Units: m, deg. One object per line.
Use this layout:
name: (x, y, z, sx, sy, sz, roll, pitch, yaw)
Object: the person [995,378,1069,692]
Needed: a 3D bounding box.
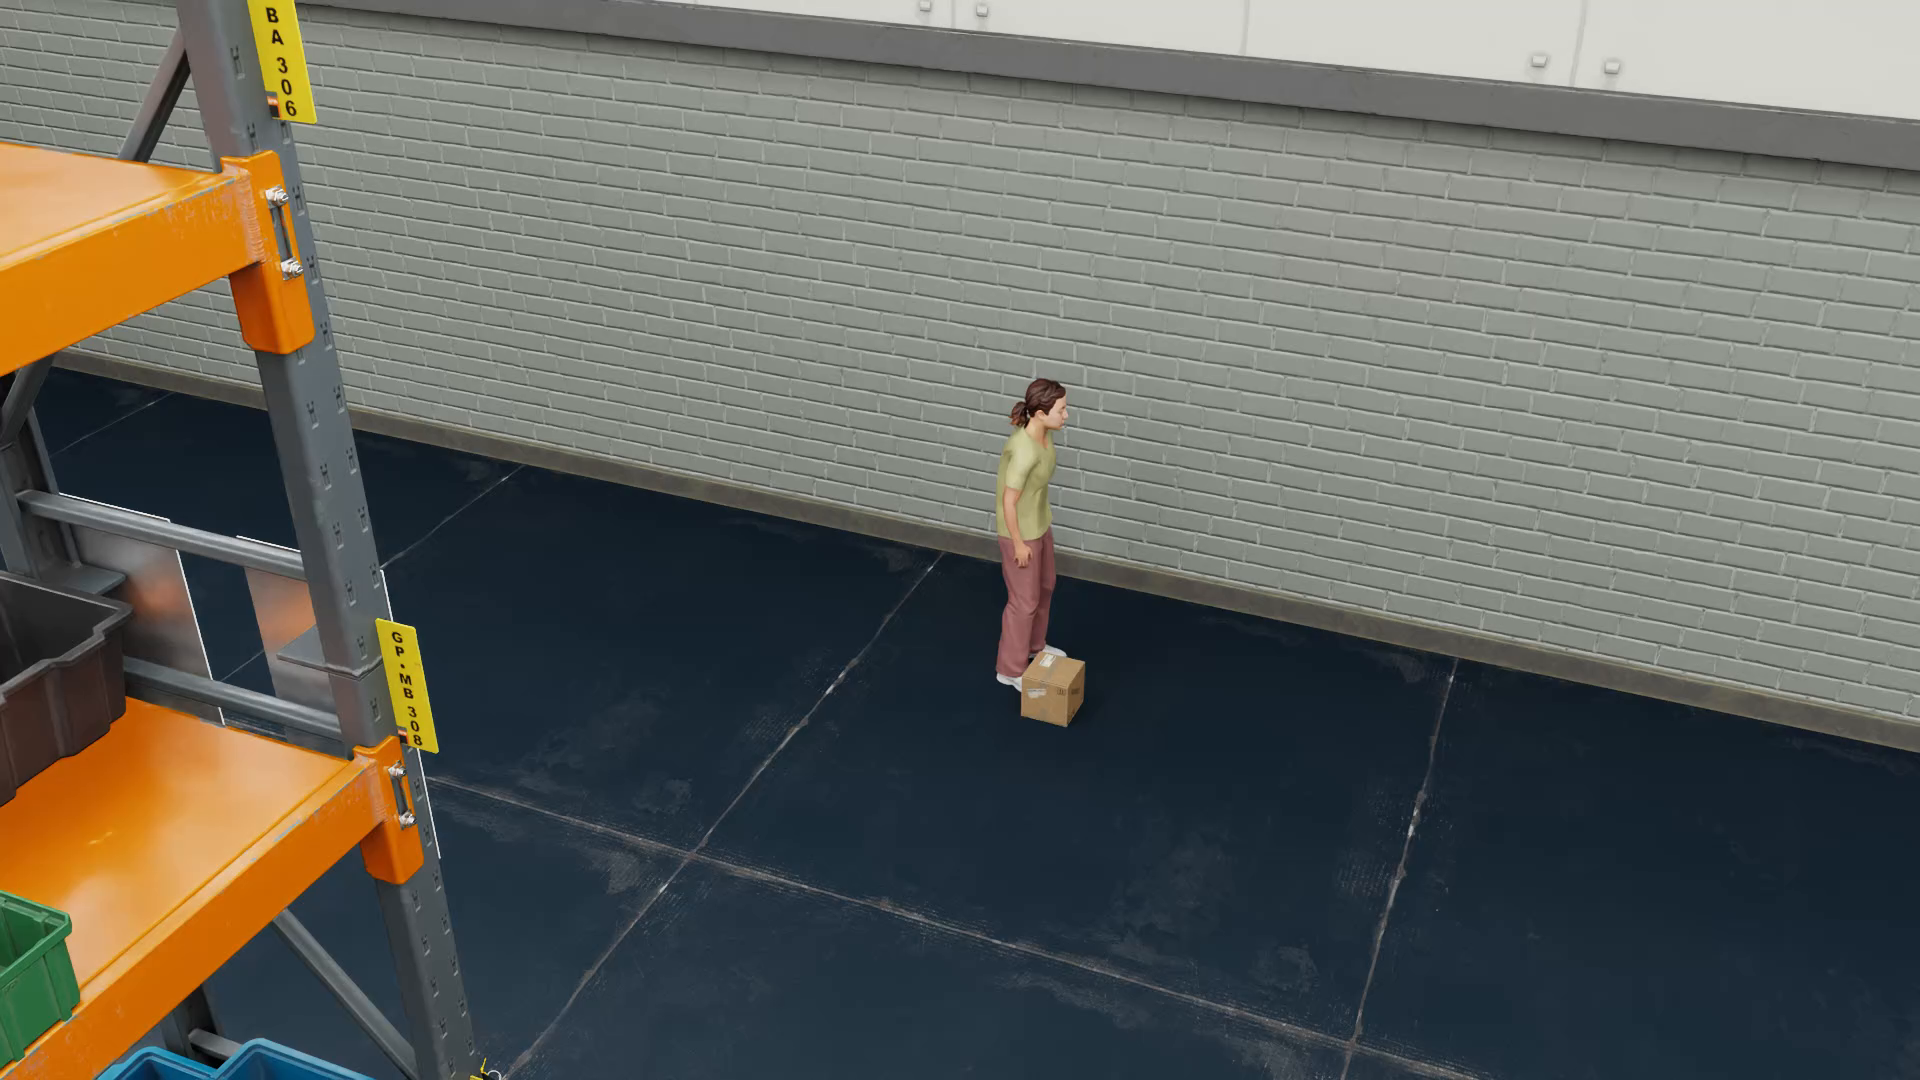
person: (0.365, -0.044, 8.474, 0.356, 1.669, 0.522, 10, 31, 16)
